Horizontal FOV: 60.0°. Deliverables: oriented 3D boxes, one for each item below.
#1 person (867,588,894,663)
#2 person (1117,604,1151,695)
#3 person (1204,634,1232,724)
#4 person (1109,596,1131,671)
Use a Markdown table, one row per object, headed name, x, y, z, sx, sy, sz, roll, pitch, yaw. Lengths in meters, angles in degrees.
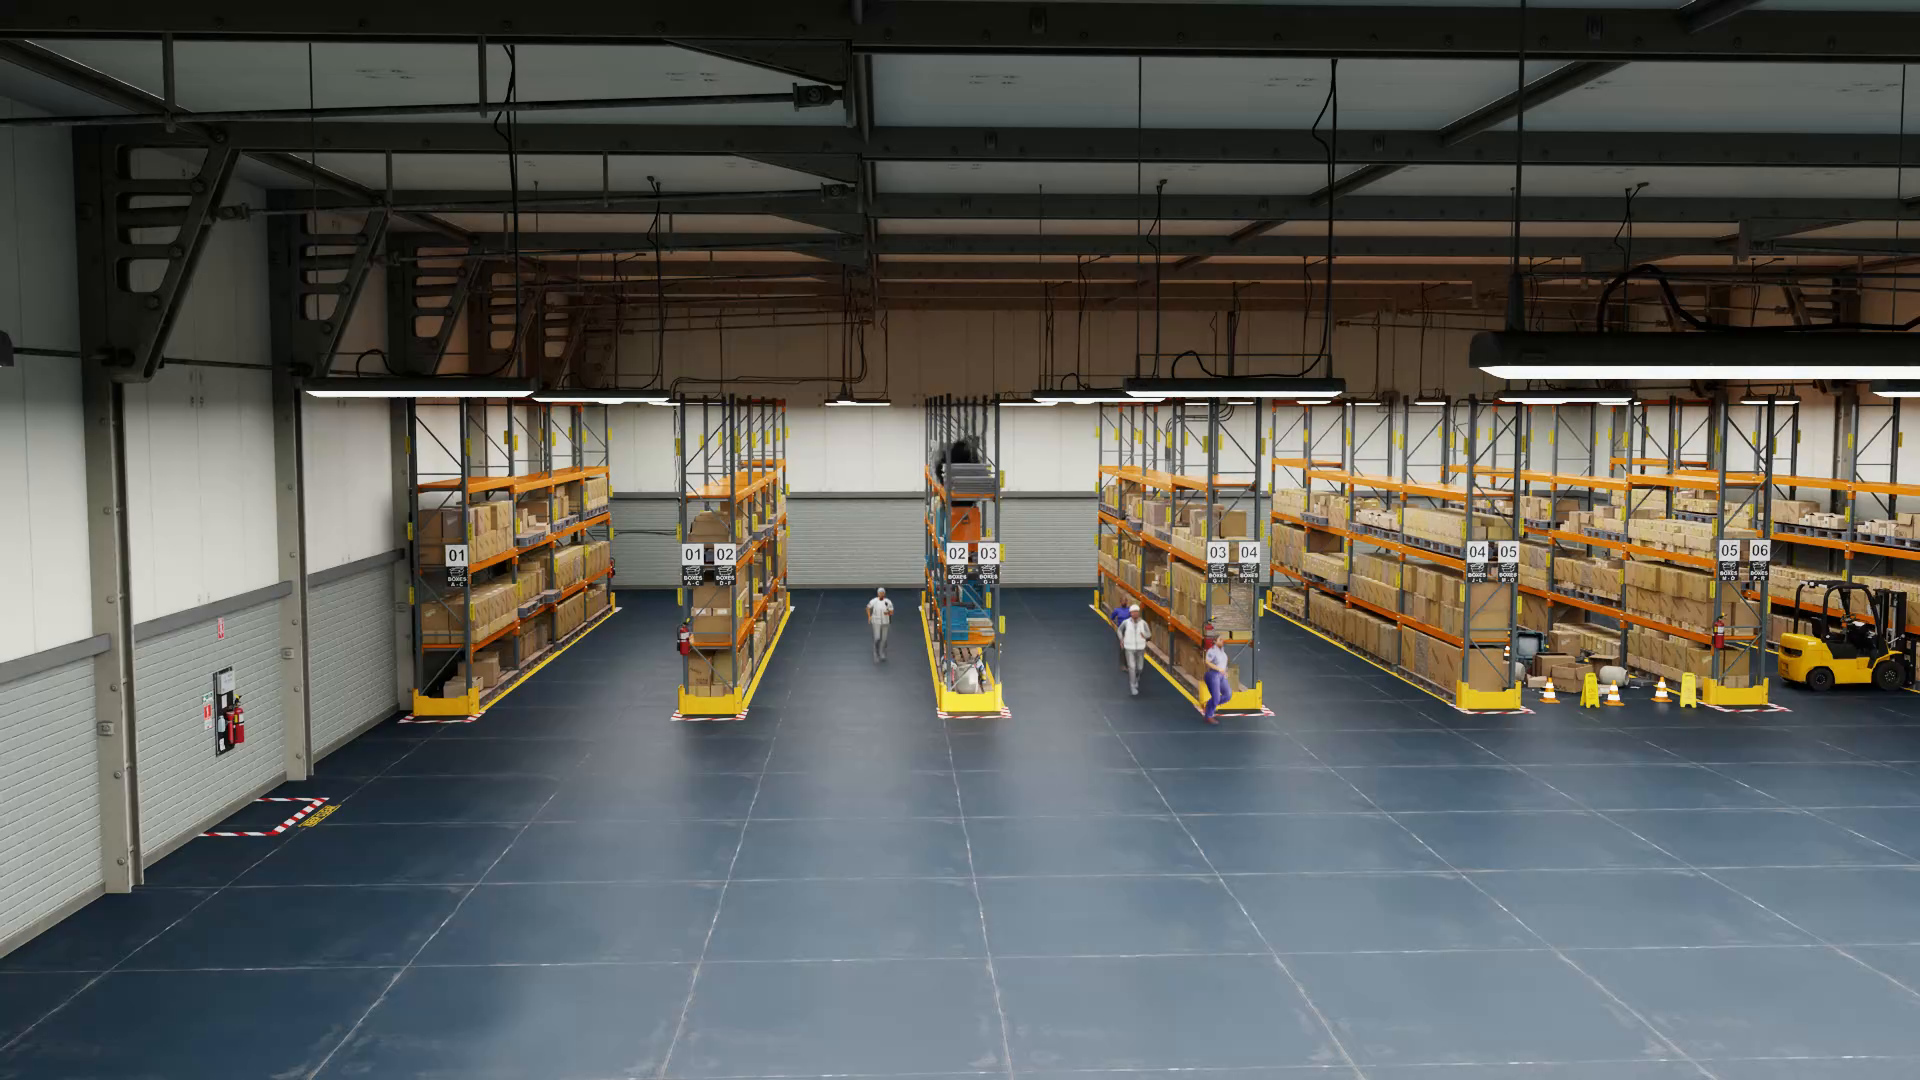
| name | x | y | z | sx | sy | sz | roll | pitch | yaw |
| --- | --- | --- | --- | --- | --- | --- | --- | --- | --- |
| person | -1.789 | 1.933 | 37.615 | 0.576 | 1.716 | 0.720 | -1 | 5 | -12 |
| person | 3.515 | 2.175 | 33.442 | 0.657 | 1.756 | 0.949 | 0 | 5 | -6 |
| person | 4.730 | 2.532 | 30.421 | 0.554 | 1.616 | 0.665 | 3 | 6 | 36 |
| person | 3.579 | 2.032 | 36.534 | 0.580 | 1.607 | 0.701 | -1 | 5 | -7 |
